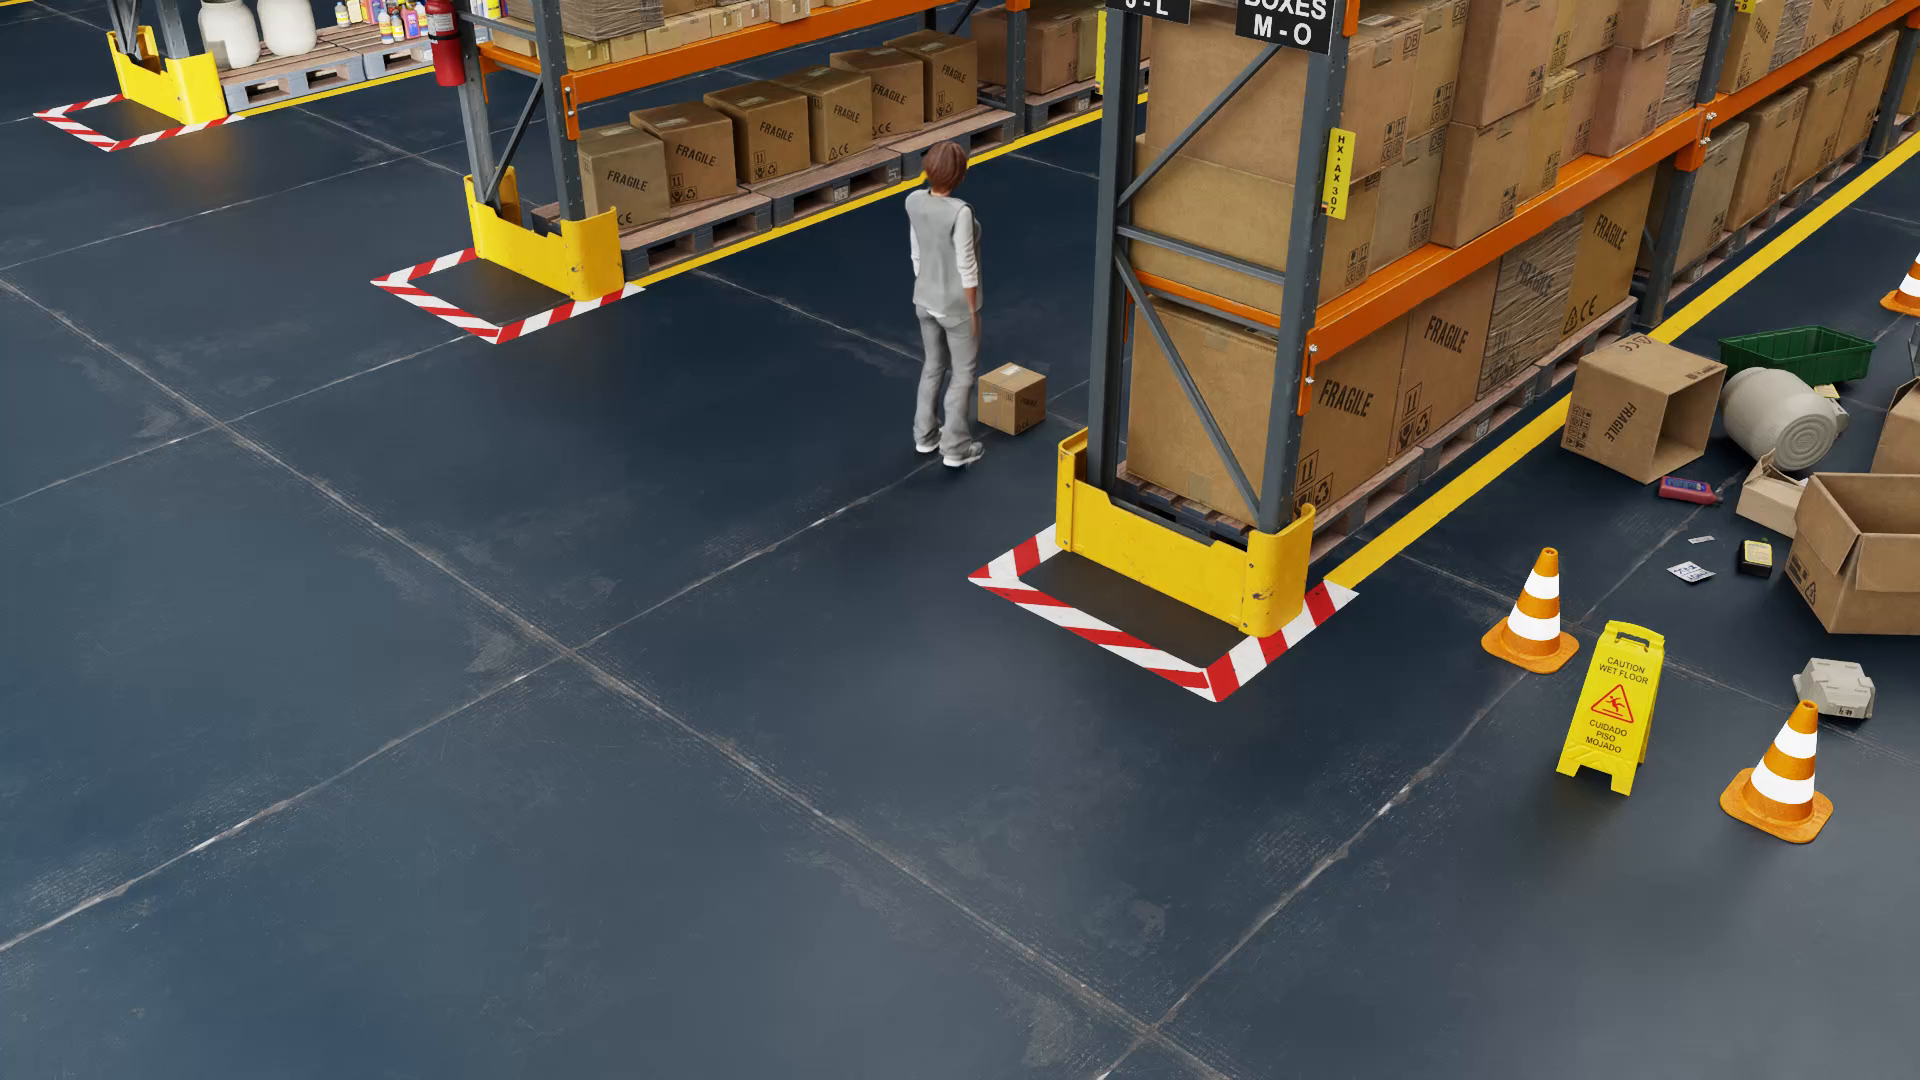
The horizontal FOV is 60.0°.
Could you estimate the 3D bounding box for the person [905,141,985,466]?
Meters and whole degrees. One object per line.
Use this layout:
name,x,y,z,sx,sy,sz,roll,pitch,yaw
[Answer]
person,-0.072,-1.123,7.971,0.407,1.598,0.303,26,40,36
